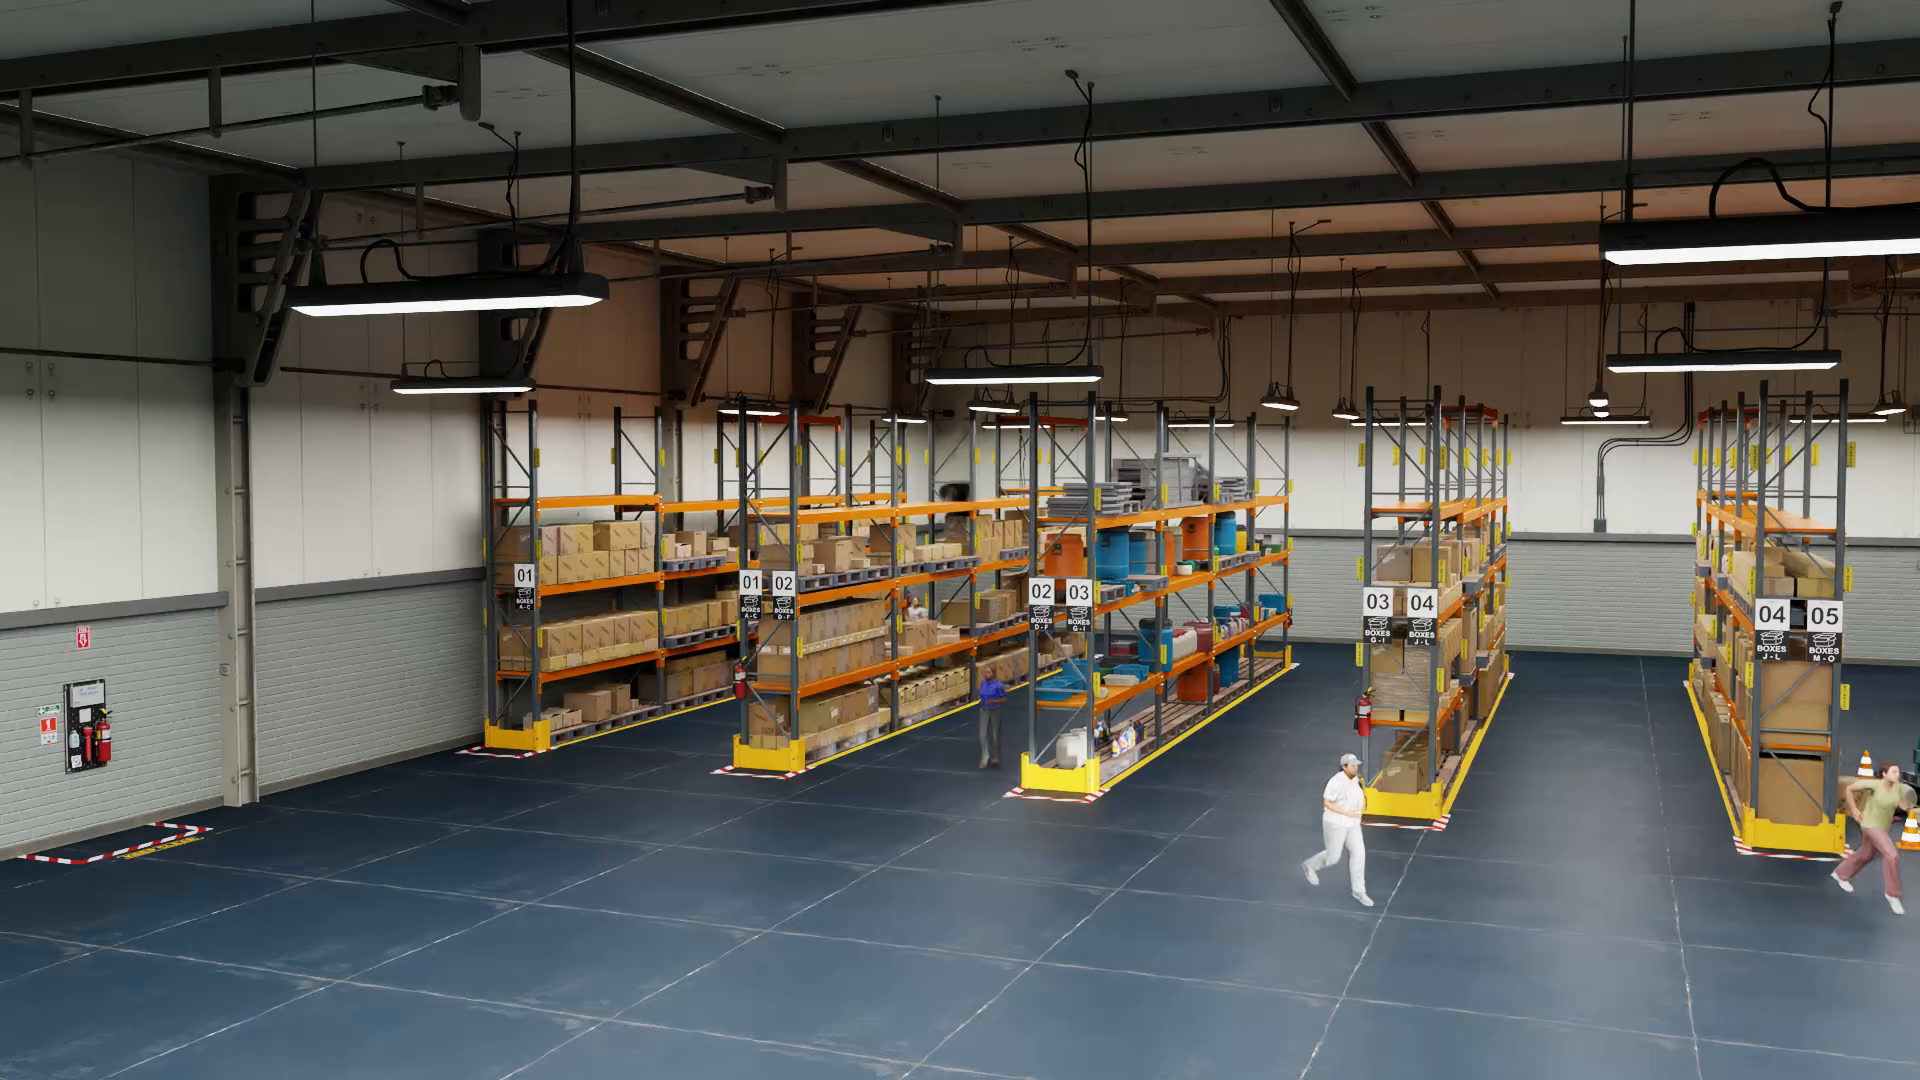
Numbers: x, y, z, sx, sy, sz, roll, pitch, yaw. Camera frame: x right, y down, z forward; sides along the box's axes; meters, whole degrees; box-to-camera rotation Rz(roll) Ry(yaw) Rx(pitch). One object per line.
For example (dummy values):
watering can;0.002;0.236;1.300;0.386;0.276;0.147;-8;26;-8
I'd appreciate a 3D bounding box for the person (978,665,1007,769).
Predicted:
person;0.508;2.880;26.837;0.546;1.693;0.710;1;3;24

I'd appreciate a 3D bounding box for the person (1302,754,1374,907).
person;4.323;3.247;18.913;0.628;1.670;0.972;-2;4;-39

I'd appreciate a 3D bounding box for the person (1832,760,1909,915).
person;10.229;3.265;18.673;0.577;1.675;0.973;-1;3;-22

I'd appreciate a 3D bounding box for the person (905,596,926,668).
person;-1.065;2.183;39.791;0.556;1.665;0.944;0;3;9
